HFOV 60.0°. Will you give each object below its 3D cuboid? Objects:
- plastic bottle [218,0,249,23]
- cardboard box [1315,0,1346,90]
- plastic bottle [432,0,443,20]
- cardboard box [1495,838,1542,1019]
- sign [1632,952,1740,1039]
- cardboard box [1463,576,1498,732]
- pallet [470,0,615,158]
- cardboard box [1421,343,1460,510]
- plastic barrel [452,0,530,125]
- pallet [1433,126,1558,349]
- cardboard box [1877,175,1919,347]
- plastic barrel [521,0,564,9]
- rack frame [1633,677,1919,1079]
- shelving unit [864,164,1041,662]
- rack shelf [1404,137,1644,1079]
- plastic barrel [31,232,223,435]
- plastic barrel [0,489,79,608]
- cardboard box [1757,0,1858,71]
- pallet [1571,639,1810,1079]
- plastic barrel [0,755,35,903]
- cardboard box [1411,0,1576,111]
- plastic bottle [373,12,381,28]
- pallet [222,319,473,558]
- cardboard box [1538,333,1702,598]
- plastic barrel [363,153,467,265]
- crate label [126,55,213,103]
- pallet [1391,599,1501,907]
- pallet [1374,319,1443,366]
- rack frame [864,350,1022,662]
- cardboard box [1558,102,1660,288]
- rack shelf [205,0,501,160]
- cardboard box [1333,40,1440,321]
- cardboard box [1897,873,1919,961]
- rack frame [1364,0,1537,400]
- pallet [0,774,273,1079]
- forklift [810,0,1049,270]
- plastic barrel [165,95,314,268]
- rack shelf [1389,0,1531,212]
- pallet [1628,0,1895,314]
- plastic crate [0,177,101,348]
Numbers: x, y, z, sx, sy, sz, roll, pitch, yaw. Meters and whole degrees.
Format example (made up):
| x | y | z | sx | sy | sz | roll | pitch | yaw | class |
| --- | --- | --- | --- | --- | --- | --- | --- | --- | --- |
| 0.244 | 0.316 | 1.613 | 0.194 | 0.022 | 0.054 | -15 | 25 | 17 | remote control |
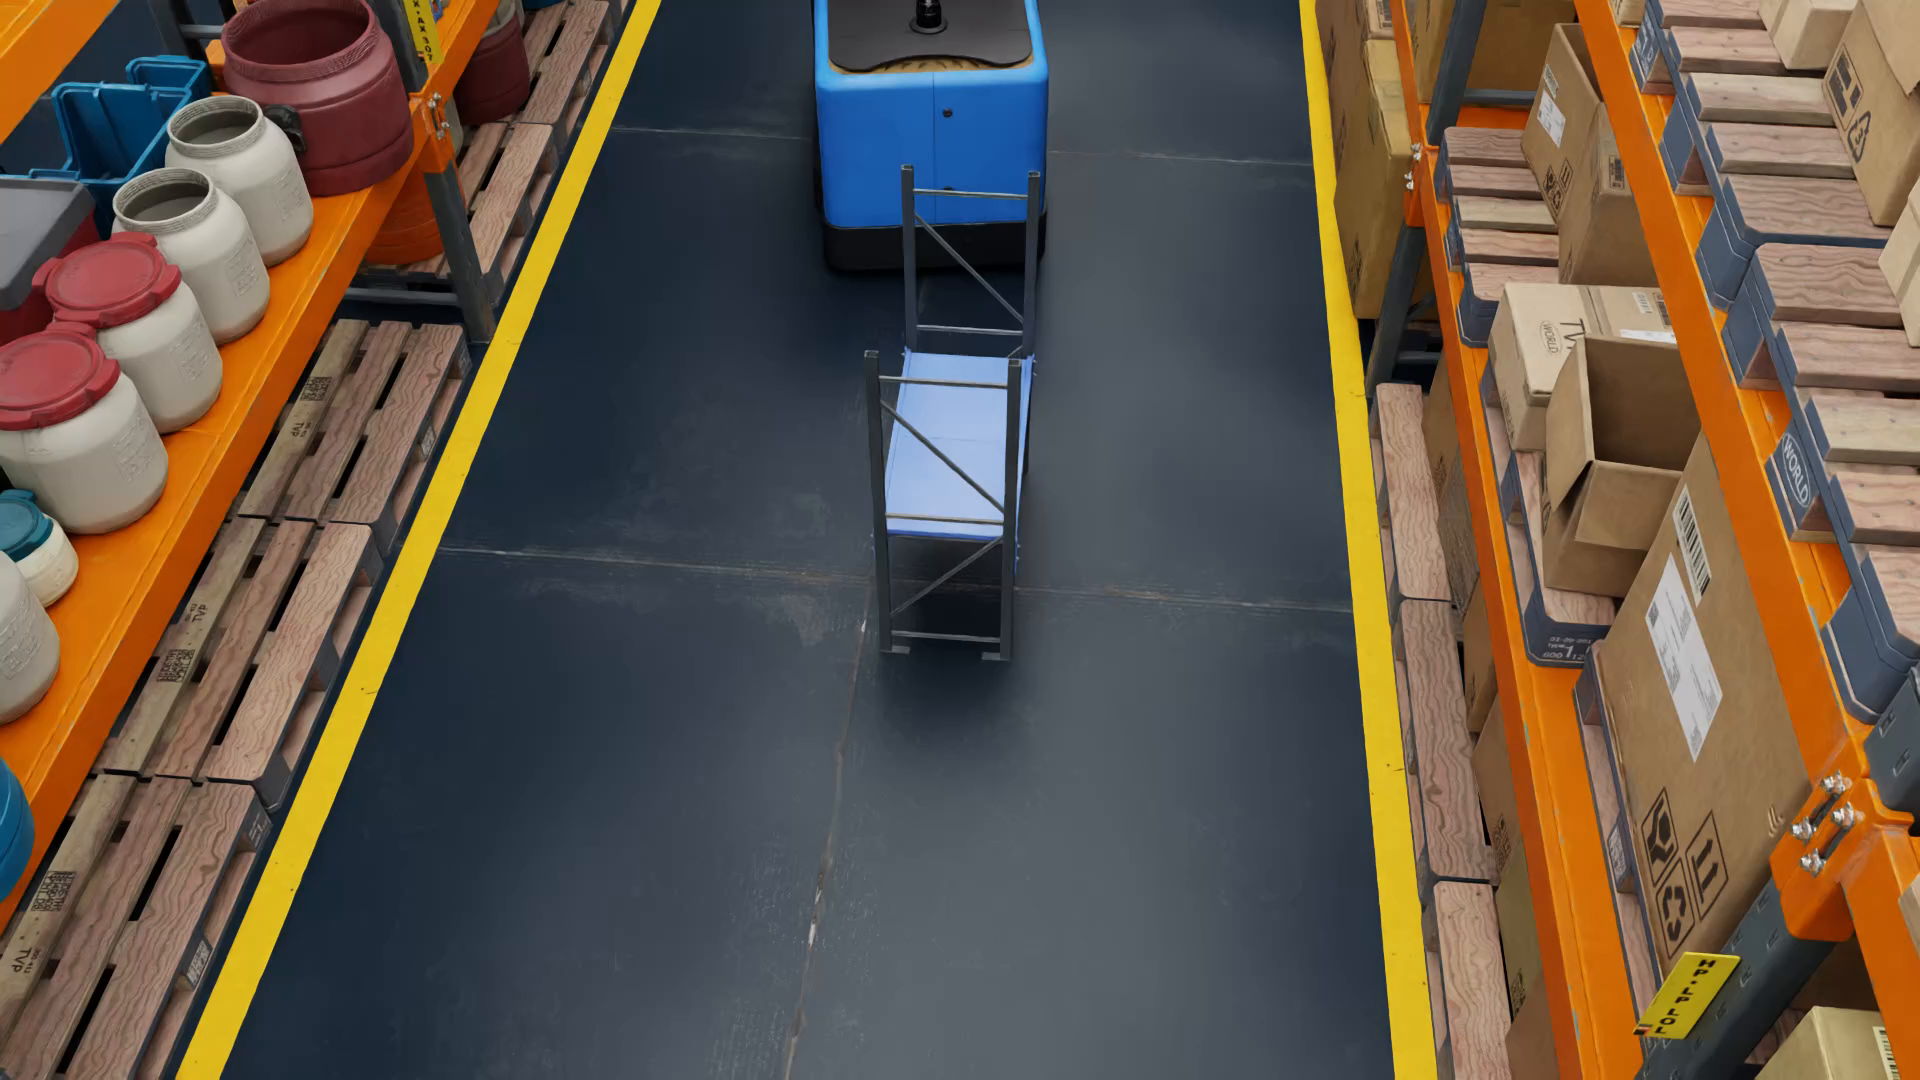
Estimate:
| x | y | z | sx | sy | sz | roll | pitch | yaw | class |
| --- | --- | --- | --- | --- | --- | --- | --- | --- | --- |
| -3.025 | -2.264 | 6.893 | 0.061 | 0.283 | 0.133 | 4 | 48 | 4 | plastic bottle |
| 2.541 | -2.880 | 8.532 | 1.225 | 0.875 | 0.875 | 2 | 48 | 2 | cardboard box |
| -2.238 | -2.314 | 6.946 | 0.097 | 0.271 | 0.097 | 0 | 48 | 0 | plastic bottle |
| 2.070 | 1.191 | 5.049 | 0.700 | 0.500 | 0.500 | 4 | 48 | 3 | cardboard box |
| 1.378 | 0.870 | 3.163 | 0.100 | 0.325 | 0.005 | 4 | 48 | 4 | sign |
| 2.171 | 0.370 | 5.800 | 0.700 | 0.500 | 0.500 | 7 | 48 | 7 | cardboard box |
| -2.493 | -2.512 | 8.931 | 1.003 | 0.211 | 1.213 | 4 | 48 | 4 | pallet |
| 2.254 | -0.455 | 6.556 | 0.700 | 0.500 | 0.500 | 2 | 48 | 1 | cardboard box |
| -2.507 | -2.496 | 8.375 | 0.600 | 0.588 | 0.708 | 4 | 48 | 4 | plastic barrel |
| 2.336 | -1.049 | 5.832 | 1.213 | 0.211 | 1.003 | 4 | 48 | 4 | pallet |
| 1.917 | -0.511 | 2.984 | 0.396 | 0.266 | 0.258 | 5 | 48 | 5 | cardboard box |
| -2.404 | -3.431 | 9.019 | 0.600 | 0.901 | 0.708 | 4 | 48 | 4 | plastic barrel |
| 1.931 | 1.295 | 3.559 | 1.000 | 3.000 | 0.127 | 4 | 48 | 4 | rack frame |
| -0.008 | -0.443 | 6.165 | 0.538 | 1.500 | 1.048 | 4 | 48 | 4 | shelving unit |
| 2.113 | 0.068 | 5.168 | 1.077 | 0.370 | 4.000 | 4 | 48 | 4 | rack shelf |
| -2.590 | -0.629 | 5.227 | 0.433 | 0.535 | 0.433 | 0 | 48 | 0 | plastic barrel |
| -2.728 | 0.046 | 4.794 | 0.301 | 0.262 | 0.301 | 0 | 48 | 0 | plastic barrel |
| 2.002 | -1.165 | 3.649 | 0.380 | 0.166 | 0.250 | 3 | 48 | 2 | cardboard box |
| 2.145 | 0.808 | 4.134 | 1.003 | 0.211 | 1.213 | 4 | 48 | 4 | pallet |
| -2.665 | 0.529 | 3.919 | 0.600 | 0.901 | 0.708 | 4 | 48 | 4 | plastic barrel |
| 2.093 | -2.057 | 6.557 | 0.500 | 0.500 | 0.500 | 5 | 48 | 5 | cardboard box |
| -2.427 | -2.242 | 6.878 | 0.152 | 0.276 | 0.135 | 4 | 48 | 4 | plastic bottle |
| -2.746 | -0.470 | 7.062 | 1.003 | 0.211 | 1.213 | 4 | 48 | 4 | pallet |
| 1.997 | -0.162 | 4.536 | 0.797 | 0.503 | 0.637 | 8 | 48 | 8 | cardboard box |
| -2.610 | -1.747 | 7.527 | 0.600 | 0.830 | 0.708 | 4 | 48 | 4 | plastic barrel |
| -3.049 | -1.636 | 6.353 | 0.303 | 0.233 | 0.416 | 4 | 48 | 4 | crate label |
| 2.109 | 0.765 | 5.933 | 1.003 | 0.211 | 1.213 | 4 | 48 | 4 | pallet |
| 2.442 | -1.277 | 7.801 | 1.003 | 0.211 | 1.213 | 4 | 48 | 4 | pallet |
| -0.054 | -0.070 | 5.824 | 0.500 | 1.500 | 0.032 | 4 | 48 | 4 | rack frame |
| 2.335 | -1.003 | 5.308 | 0.700 | 0.500 | 0.500 | 10 | 48 | 9 | cardboard box |
| -2.455 | -3.204 | 8.161 | 1.077 | 0.370 | 4.000 | 4 | 48 | 4 | rack shelf |
| 2.379 | -1.575 | 7.339 | 1.225 | 0.875 | 0.875 | 2 | 48 | 2 | cardboard box |
| 1.635 | 0.647 | 2.220 | 0.500 | 0.250 | 0.500 | 2 | 48 | 2 | cardboard box |
| 2.295 | -1.644 | 6.247 | 1.000 | 3.000 | 0.127 | 4 | 48 | 4 | rack frame |
| -2.969 | 1.323 | 5.422 | 1.003 | 0.211 | 1.213 | 4 | 48 | 4 | pallet |
| -0.212 | -3.347 | 7.851 | 1.130 | 2.935 | 3.031 | -3 | 48 | -3 | forklift |
| -2.518 | -1.245 | 5.806 | 0.421 | 0.512 | 0.421 | 0 | 48 | 0 | plastic barrel |
| 2.477 | -2.871 | 7.857 | 1.077 | 0.370 | 4.000 | 4 | 48 | 4 | rack shelf |
| 2.184 | -0.863 | 3.627 | 1.213 | 0.211 | 1.003 | 4 | 48 | 4 | pallet |
| -3.089 | -0.832 | 5.461 | 0.402 | 0.464 | 0.583 | 4 | 48 | 4 | plastic crate |
